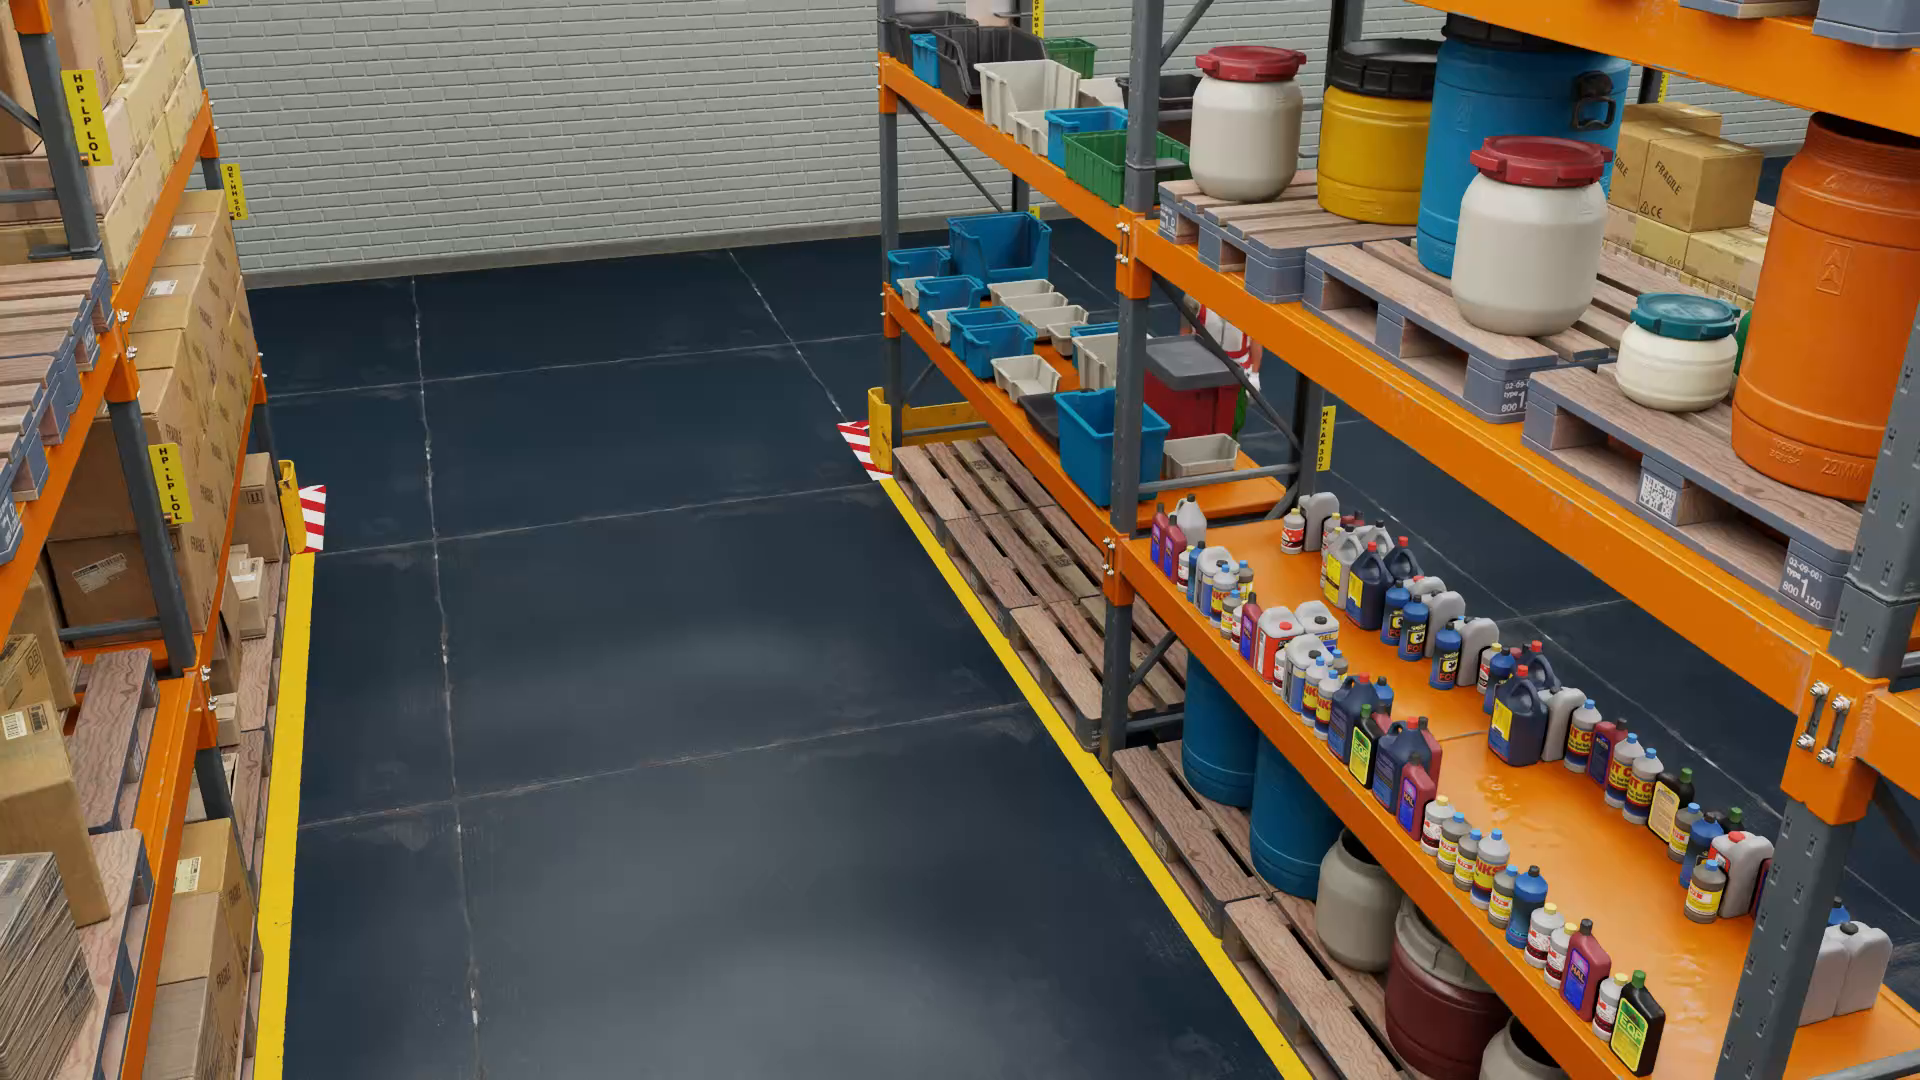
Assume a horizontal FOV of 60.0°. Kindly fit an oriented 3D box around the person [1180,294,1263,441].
[{"bbox_3d":[1.644,-1.066,10.698,0.575,1.783,0.510,1,26,2],"label":"person"}]
